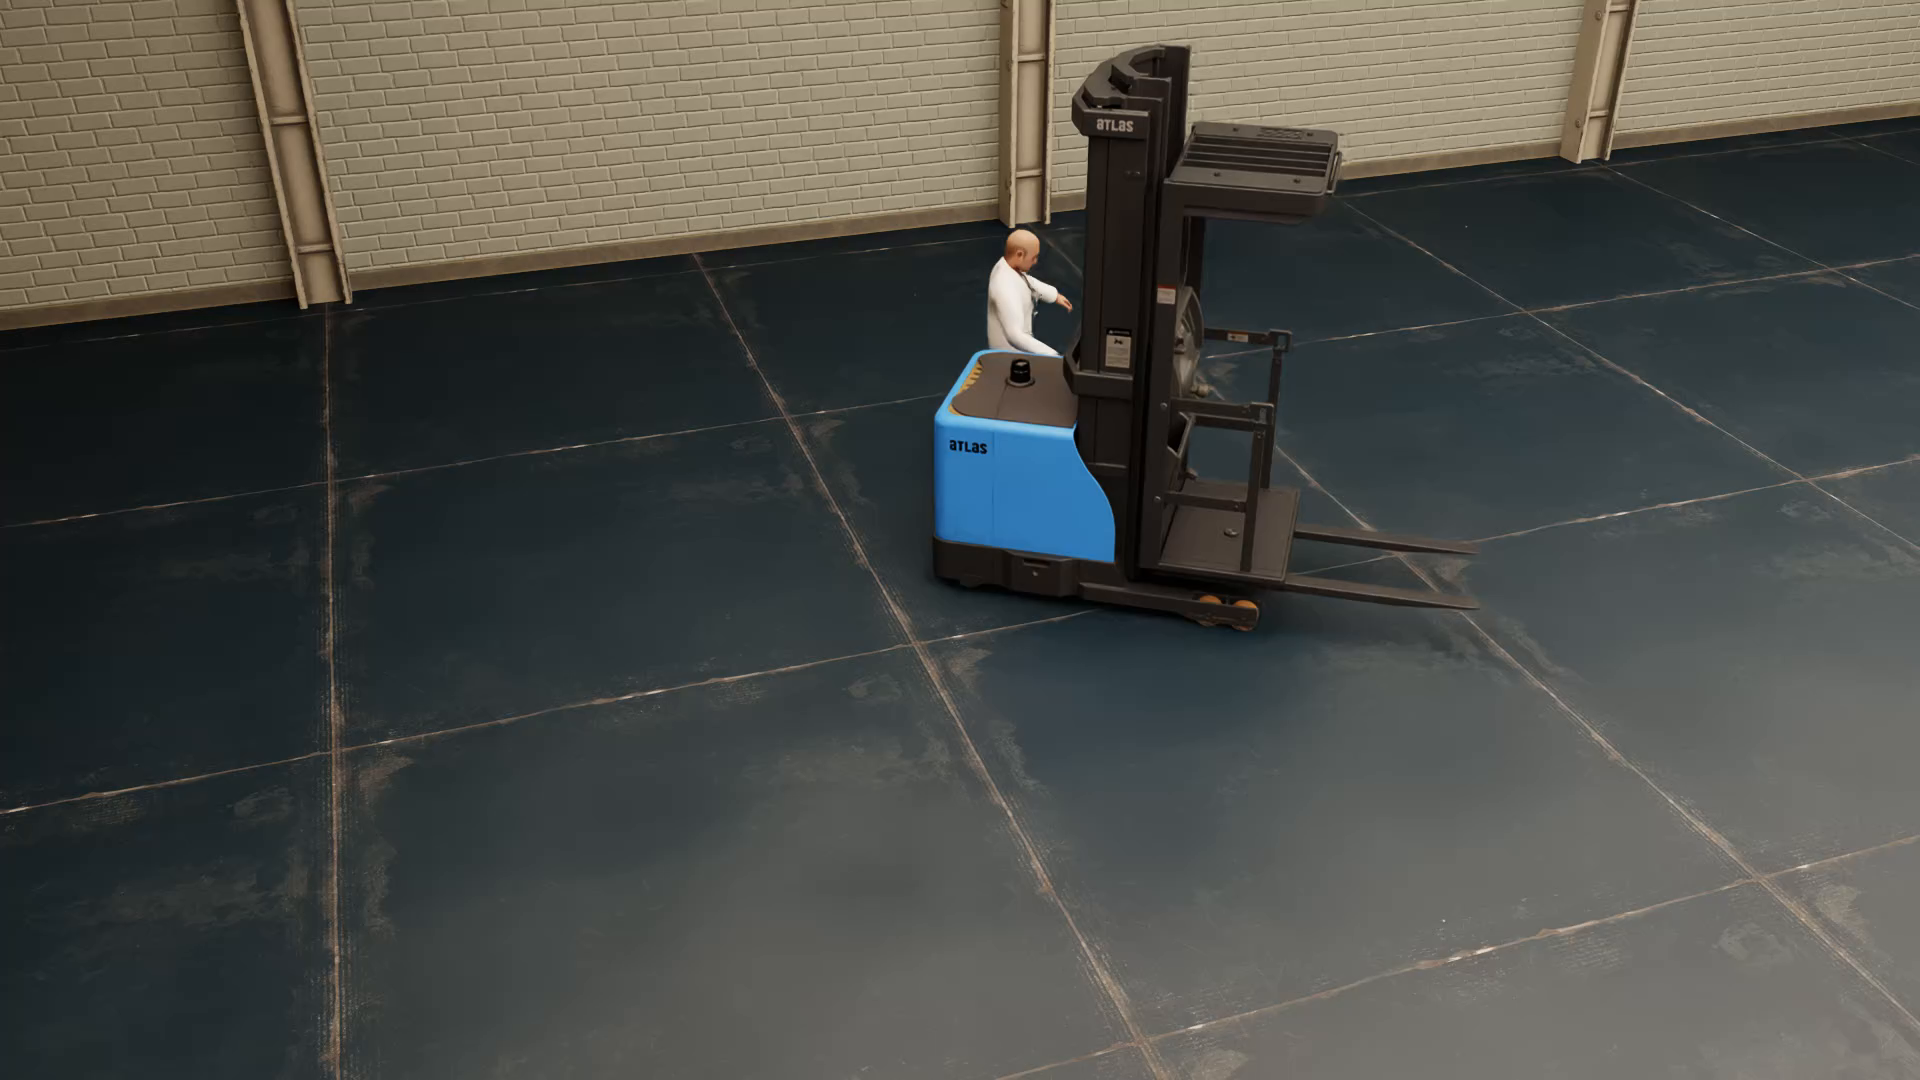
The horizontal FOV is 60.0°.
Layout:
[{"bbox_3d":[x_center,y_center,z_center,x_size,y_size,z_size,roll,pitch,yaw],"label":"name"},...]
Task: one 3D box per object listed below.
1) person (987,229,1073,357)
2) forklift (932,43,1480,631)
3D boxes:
[{"bbox_3d":[0.461,-1.185,10.577,1.056,1.646,1.061,0,30,0],"label":"person"},{"bbox_3d":[1.418,-1.064,8.936,3.031,2.935,1.130,8,31,13],"label":"forklift"}]
